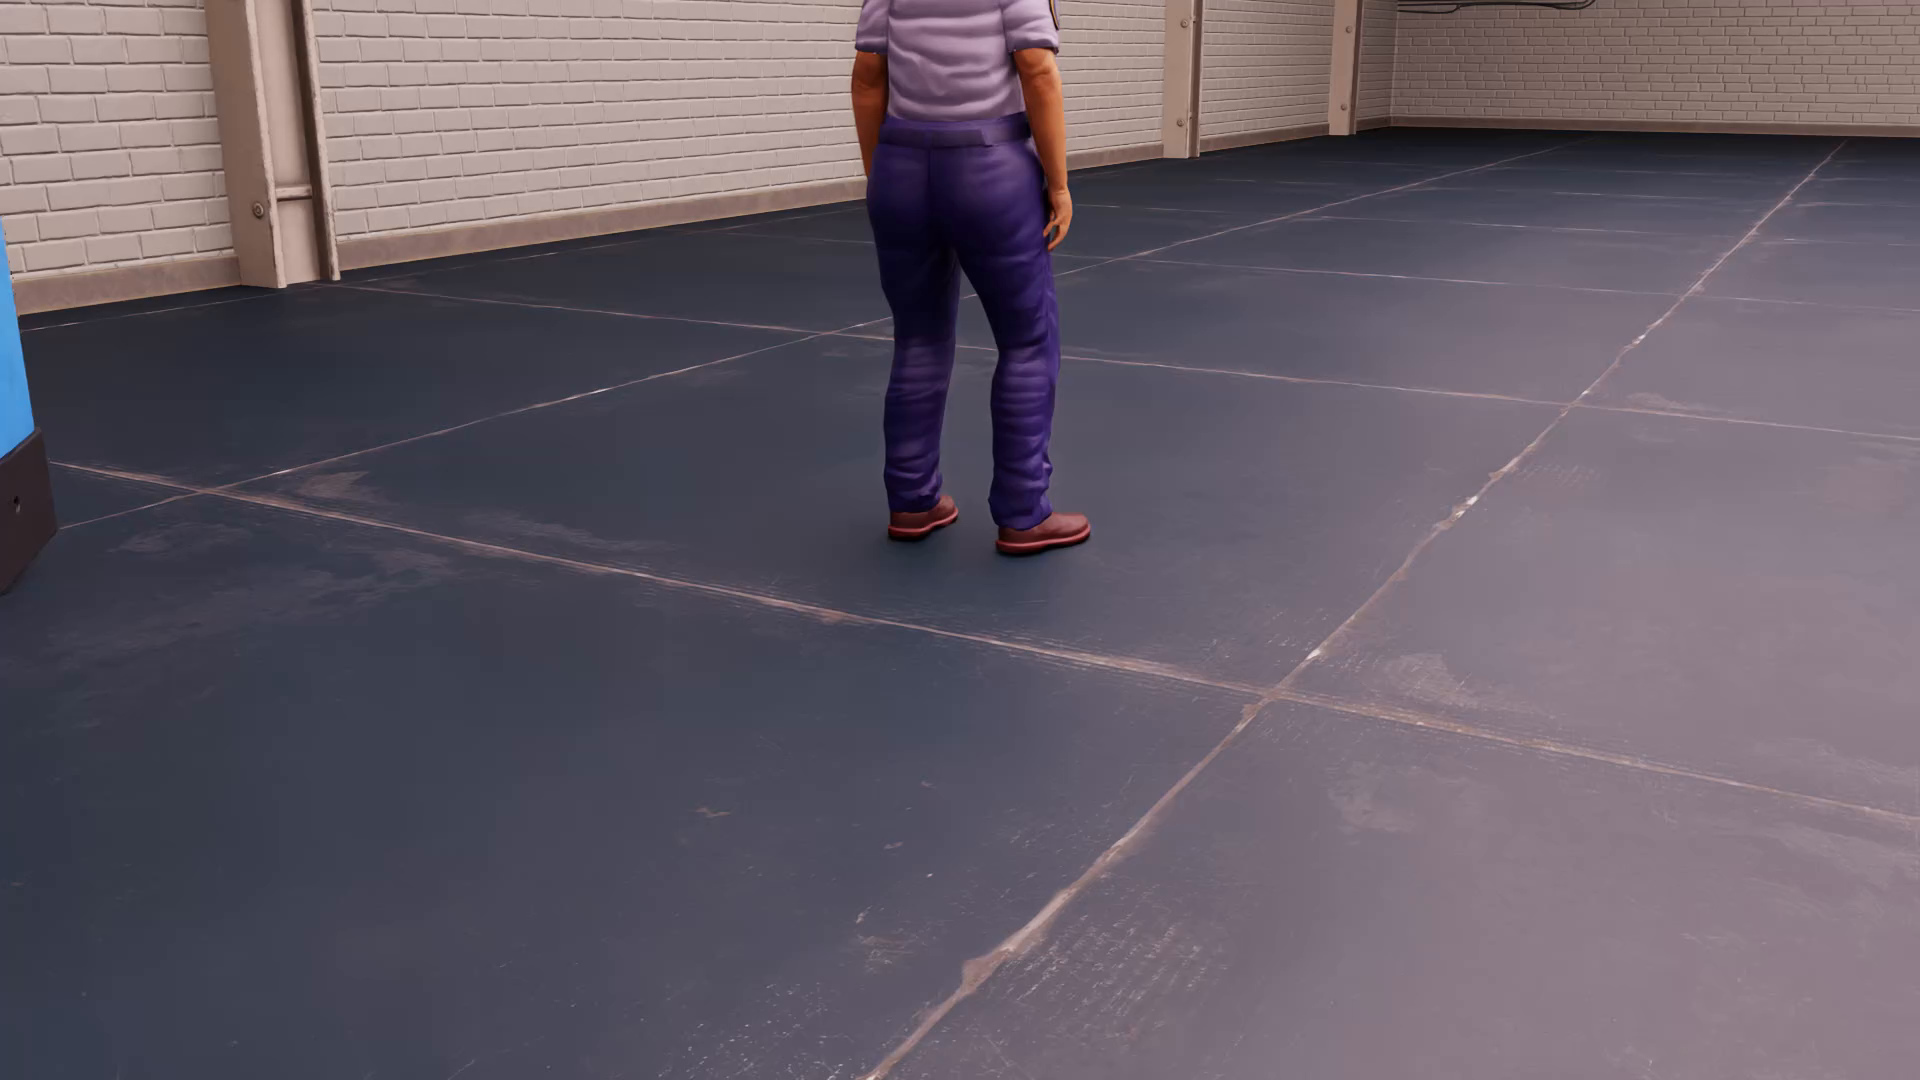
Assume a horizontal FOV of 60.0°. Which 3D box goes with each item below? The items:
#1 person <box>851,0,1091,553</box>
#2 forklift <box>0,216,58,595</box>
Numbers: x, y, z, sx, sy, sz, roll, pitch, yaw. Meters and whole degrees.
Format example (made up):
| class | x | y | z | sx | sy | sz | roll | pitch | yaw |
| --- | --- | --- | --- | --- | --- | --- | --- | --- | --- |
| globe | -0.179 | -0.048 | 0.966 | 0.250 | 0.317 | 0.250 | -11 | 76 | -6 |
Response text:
| class | x | y | z | sx | sy | sz | roll | pitch | yaw |
| --- | --- | --- | --- | --- | --- | --- | --- | --- | --- |
| person | 0.016 | -0.798 | 3.831 | 0.546 | 1.651 | 0.373 | 8 | 18 | 26 |
| forklift | -3.441 | -1.128 | 2.683 | 3.031 | 2.935 | 1.130 | -4 | 17 | -15 |
